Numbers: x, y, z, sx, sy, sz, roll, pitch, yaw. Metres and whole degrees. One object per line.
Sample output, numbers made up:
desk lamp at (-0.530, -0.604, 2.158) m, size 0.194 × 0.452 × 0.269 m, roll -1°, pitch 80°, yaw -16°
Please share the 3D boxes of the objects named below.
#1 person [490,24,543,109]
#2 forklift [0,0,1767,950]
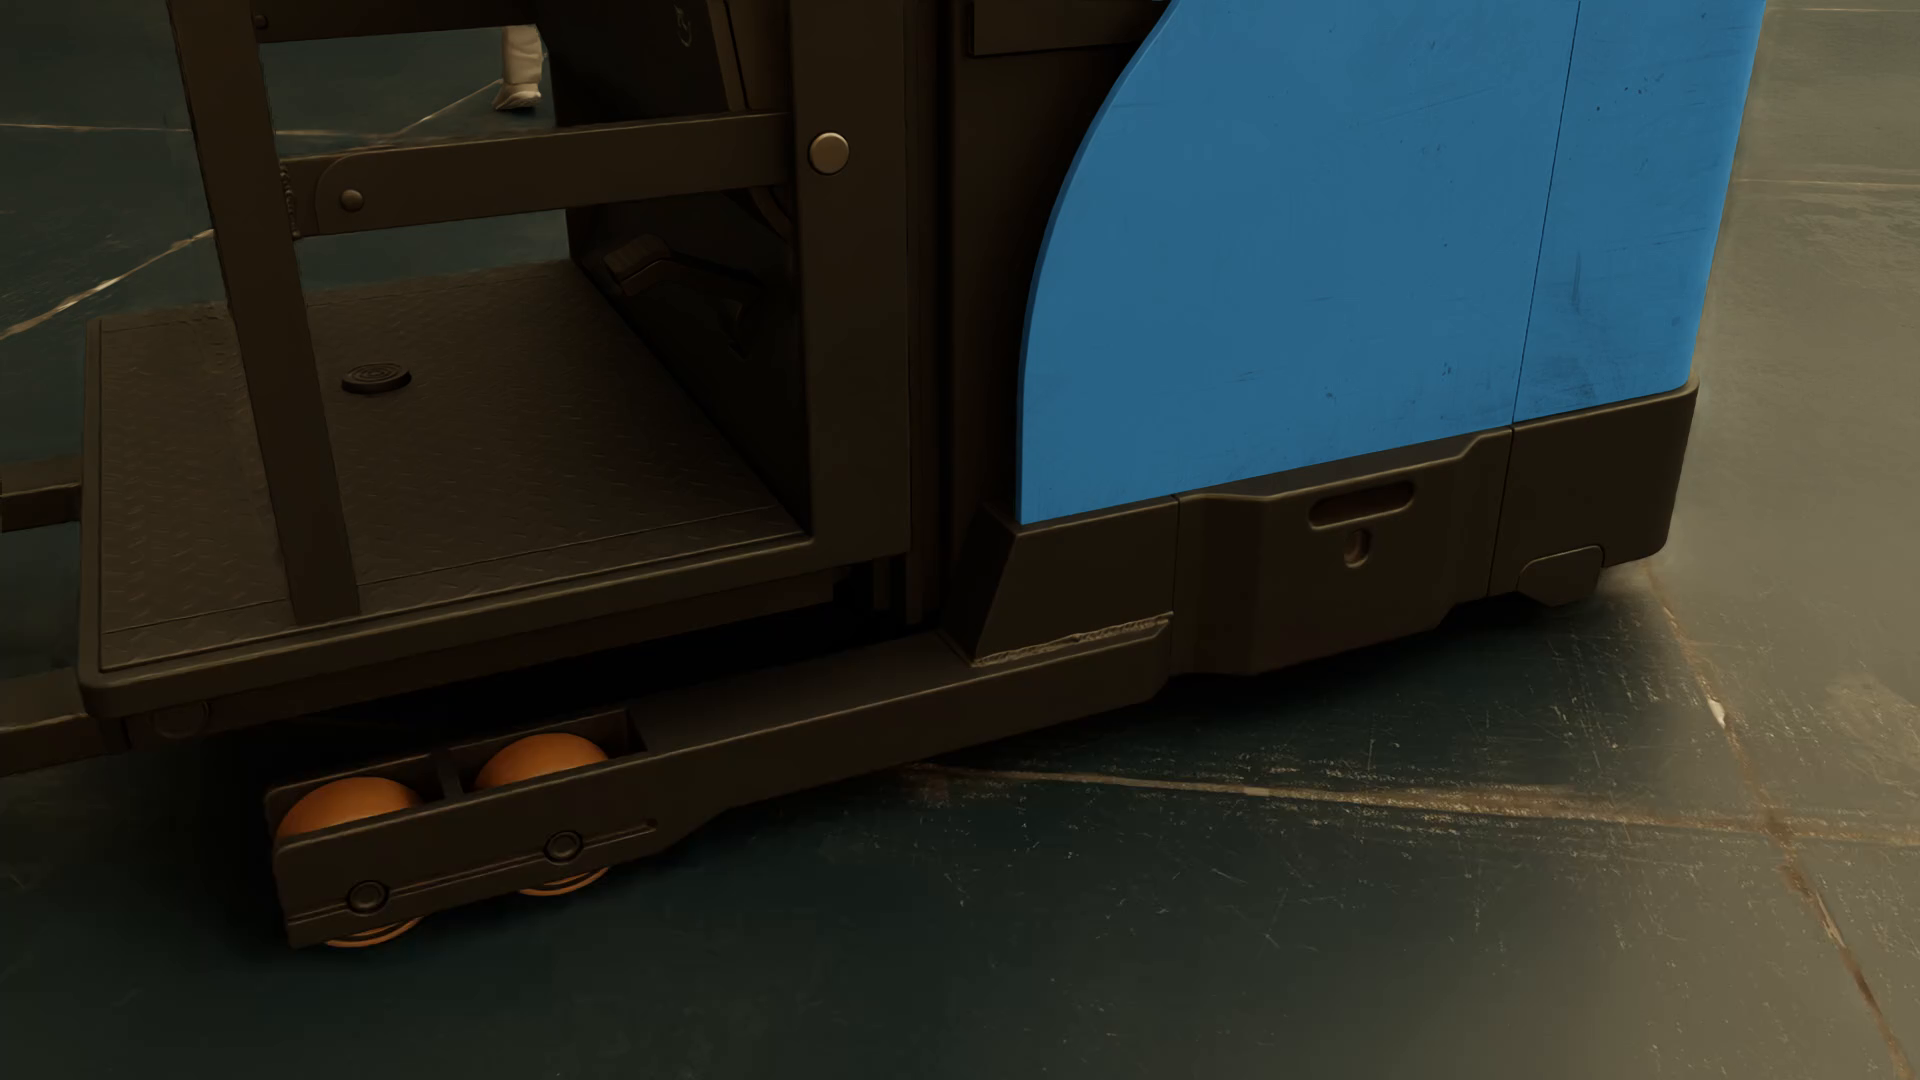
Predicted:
person at (-1.167, -2.051, 4.828) m, size 0.568 × 1.711 × 0.533 m, roll -9°, pitch 28°, yaw -17°
forklift at (-0.559, -1.171, 1.563) m, size 3.031 × 2.935 × 1.130 m, roll -12°, pitch 29°, yaw -22°
